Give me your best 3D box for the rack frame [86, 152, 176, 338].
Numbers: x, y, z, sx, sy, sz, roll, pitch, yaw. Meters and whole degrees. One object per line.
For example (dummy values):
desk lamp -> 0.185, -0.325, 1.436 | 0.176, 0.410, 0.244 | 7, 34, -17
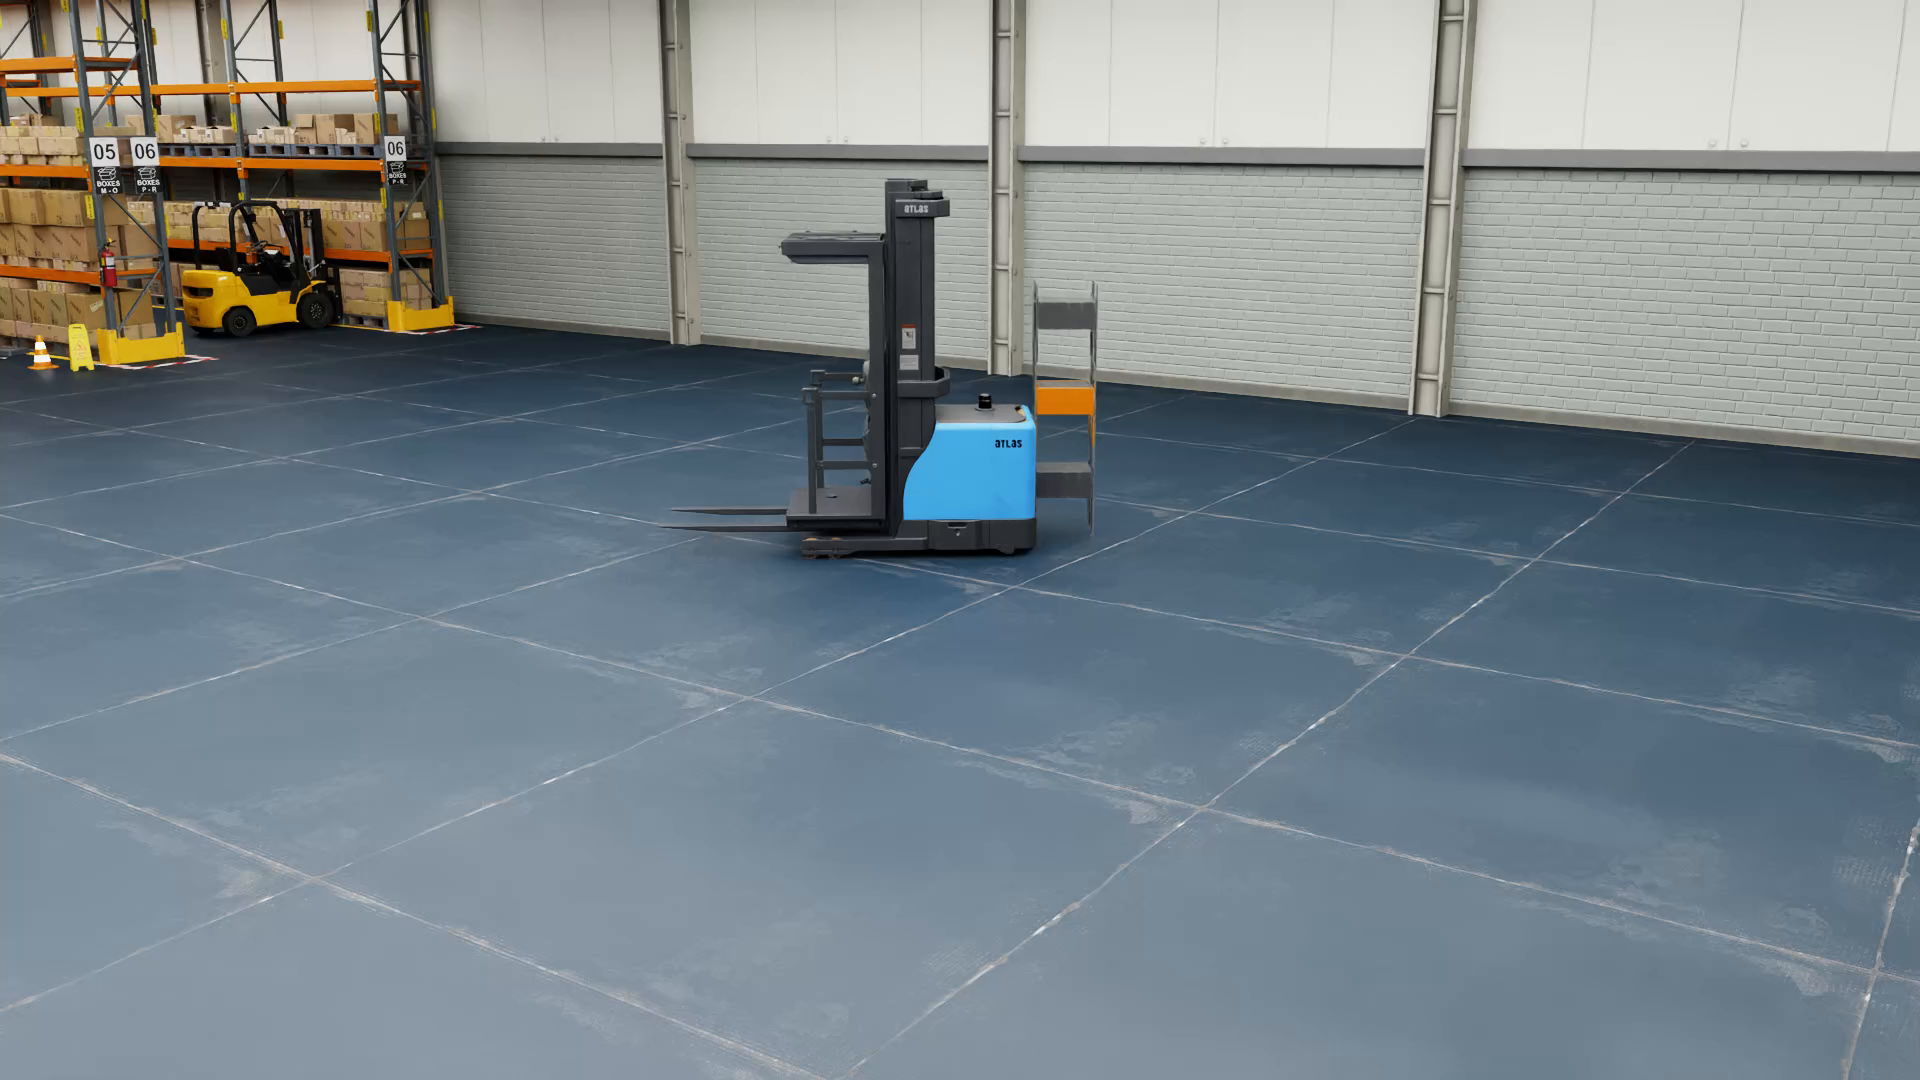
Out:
rack frame -> -12.020, -4.116, 24.207 | 0.127, 3.000, 1.000 | 9, 17, 33

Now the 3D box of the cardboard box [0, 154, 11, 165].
cardboard box -> -14.197, -5.705, 24.908 | 0.250, 0.149, 0.380 | 9, 16, 32

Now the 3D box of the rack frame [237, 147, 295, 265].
rack frame -> -12.572, -5.642, 30.374 | 0.127, 3.000, 1.000 | 9, 17, 33

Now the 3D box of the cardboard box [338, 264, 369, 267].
cardboard box -> -10.793, -4.768, 29.610 | 0.500, 0.250, 0.500 | 9, 16, 32

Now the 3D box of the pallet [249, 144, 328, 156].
pallet -> -11.850, -6.946, 29.583 | 1.213, 0.211, 1.003 | 9, 17, 33

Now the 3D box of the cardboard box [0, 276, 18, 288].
cardboard box -> -14.503, -3.970, 25.556 | 0.250, 0.149, 0.380 | 10, 17, 35

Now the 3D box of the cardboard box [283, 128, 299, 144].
cardboard box -> -11.510, -7.026, 28.918 | 0.258, 0.266, 0.396 | 9, 16, 31

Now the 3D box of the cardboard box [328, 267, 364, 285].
cardboard box -> -10.660, -4.593, 28.902 | 0.500, 0.250, 0.500 | 9, 17, 34

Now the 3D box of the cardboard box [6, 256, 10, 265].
cardboard box -> -14.356, -4.301, 25.479 | 0.250, 0.149, 0.380 | 9, 17, 33

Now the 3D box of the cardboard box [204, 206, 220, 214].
cardboard box -> -13.670, -6.090, 30.626 | 0.250, 0.149, 0.380 | 9, 16, 31

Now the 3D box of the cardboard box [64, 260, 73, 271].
cardboard box -> -12.923, -4.052, 24.471 | 0.250, 0.149, 0.380 | 9, 16, 32

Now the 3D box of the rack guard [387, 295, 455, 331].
rack guard -> -9.233, -3.889, 28.494 | 0.348, 0.500, 1.175 | 9, 17, 33

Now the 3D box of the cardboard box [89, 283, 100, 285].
cardboard box -> -17.207, -5.322, 33.408 | 0.500, 0.500, 0.500 | 10, 17, 35

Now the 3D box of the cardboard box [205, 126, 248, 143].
cardboard box -> -13.309, -7.356, 30.158 | 0.500, 0.311, 0.500 | 9, 16, 31

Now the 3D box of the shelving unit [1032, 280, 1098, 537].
shelving unit -> 0.862, -1.091, 13.860 | 0.503, 2.100, 0.431 | 0, 14, -1

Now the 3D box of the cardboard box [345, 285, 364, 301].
cardboard box -> -10.241, -4.290, 28.719 | 0.500, 0.250, 0.500 | 9, 17, 32

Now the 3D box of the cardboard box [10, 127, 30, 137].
cardboard box -> -13.757, -6.022, 24.530 | 0.250, 0.149, 0.380 | 10, 17, 34

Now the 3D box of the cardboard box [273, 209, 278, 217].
cardboard box -> -12.007, -5.847, 29.642 | 0.250, 0.149, 0.380 | 9, 17, 33

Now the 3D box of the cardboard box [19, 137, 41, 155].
cardboard box -> -13.445, -5.795, 24.440 | 0.500, 0.250, 0.500 | 10, 17, 34

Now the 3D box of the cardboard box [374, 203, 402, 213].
cardboard box -> -9.668, -5.620, 28.105 | 0.250, 0.149, 0.380 | 9, 17, 33

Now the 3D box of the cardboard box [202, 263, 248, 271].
cardboard box -> -13.651, -4.867, 31.309 | 0.625, 0.625, 0.875 | 9, 17, 32

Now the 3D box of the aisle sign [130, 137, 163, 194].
aisle sign -> -11.796, -5.431, 24.111 | 0.004, 0.787, 0.394 | 9, 17, 33

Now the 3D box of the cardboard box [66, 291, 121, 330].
cardboard box -> -12.830, -3.404, 24.621 | 0.500, 0.500, 0.500 | 9, 17, 33

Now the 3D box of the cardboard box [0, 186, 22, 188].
cardboard box -> -14.683, -5.155, 25.499 | 0.500, 0.500, 0.700 | 9, 17, 33

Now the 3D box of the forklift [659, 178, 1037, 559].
forklift -> -0.912, -1.403, 13.390 | 3.031, 2.935, 1.130 | 0, 14, -1

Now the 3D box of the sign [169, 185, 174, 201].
sign -> -15.584, -6.852, 32.851 | 0.005, 0.325, 0.100 | 9, 17, 33

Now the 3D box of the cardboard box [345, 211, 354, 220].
cardboard box -> -10.306, -5.571, 28.527 | 0.250, 0.149, 0.380 | 9, 17, 32

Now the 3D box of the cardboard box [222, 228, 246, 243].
cardboard box -> -13.136, -5.585, 30.454 | 0.500, 0.250, 0.500 | 10, 17, 34

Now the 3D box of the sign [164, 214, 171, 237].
sign -> -11.717, -4.644, 24.540 | 0.005, 0.325, 0.100 | 9, 17, 33

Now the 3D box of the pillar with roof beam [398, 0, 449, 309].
pillar with roof beam -> -11.730, -7.433, 25.122 | 0.400, 9.000, 9.100 | 9, 17, 33

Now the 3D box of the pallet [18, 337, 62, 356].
pallet -> -13.746, -3.052, 25.713 | 1.213, 0.211, 1.003 | 9, 17, 33

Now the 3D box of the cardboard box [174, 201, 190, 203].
cardboard box -> -15.048, -6.479, 32.197 | 0.250, 0.149, 0.380 | 9, 17, 33

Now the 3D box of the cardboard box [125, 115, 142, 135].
cardboard box -> -15.426, -7.790, 31.517 | 0.500, 0.500, 0.500 | 9, 17, 33

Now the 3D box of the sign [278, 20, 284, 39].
sign -> -12.242, -9.192, 29.955 | 0.005, 0.325, 0.100 | 9, 17, 33

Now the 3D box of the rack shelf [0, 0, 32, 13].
rack shelf -> -20.870, -11.160, 34.758 | 4.000, 0.370, 1.077 | 9, 17, 33

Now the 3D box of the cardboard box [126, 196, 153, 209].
cardboard box -> -16.231, -6.531, 32.883 | 0.500, 0.500, 0.500 | 10, 17, 35

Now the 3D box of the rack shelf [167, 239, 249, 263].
rack shelf -> -14.232, -5.561, 31.544 | 4.000, 0.370, 1.077 | 9, 17, 33

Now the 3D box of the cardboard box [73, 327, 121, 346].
cardboard box -> -12.861, -3.043, 24.721 | 0.500, 0.250, 0.500 | 9, 17, 33

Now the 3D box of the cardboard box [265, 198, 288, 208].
cardboard box -> -12.196, -6.035, 29.782 | 0.250, 0.149, 0.380 | 9, 17, 34

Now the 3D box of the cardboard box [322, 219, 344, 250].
cardboard box -> -10.659, -5.308, 28.816 | 0.500, 0.500, 0.500 | 9, 16, 32

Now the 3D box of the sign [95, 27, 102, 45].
sign -> -16.186, -9.473, 31.256 | 0.005, 0.325, 0.100 | 9, 17, 33

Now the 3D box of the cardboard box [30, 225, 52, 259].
cardboard box -> -13.450, -4.462, 24.780 | 0.500, 0.500, 0.500 | 9, 17, 33

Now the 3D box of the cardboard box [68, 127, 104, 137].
cardboard box -> -12.465, -5.823, 23.726 | 0.250, 0.149, 0.380 | 9, 17, 33

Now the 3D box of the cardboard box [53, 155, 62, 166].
cardboard box -> -12.899, -5.511, 24.124 | 0.250, 0.149, 0.380 | 10, 17, 34

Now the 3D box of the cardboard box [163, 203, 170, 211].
cardboard box -> -14.892, -6.316, 31.535 | 0.250, 0.149, 0.380 | 9, 17, 33

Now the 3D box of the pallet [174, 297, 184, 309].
pallet -> -14.222, -4.543, 31.737 | 1.213, 0.211, 1.003 | 9, 17, 33

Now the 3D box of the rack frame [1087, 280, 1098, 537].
rack frame -> 1.106, -1.092, 13.863 | 0.015, 2.100, 0.400 | 0, 14, -1

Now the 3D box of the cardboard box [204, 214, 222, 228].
cardboard box -> -13.553, -5.895, 30.665 | 0.500, 0.250, 0.500 | 9, 16, 31

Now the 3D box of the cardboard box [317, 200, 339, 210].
cardboard box -> -10.944, -5.824, 28.932 | 0.250, 0.149, 0.380 | 9, 17, 34
